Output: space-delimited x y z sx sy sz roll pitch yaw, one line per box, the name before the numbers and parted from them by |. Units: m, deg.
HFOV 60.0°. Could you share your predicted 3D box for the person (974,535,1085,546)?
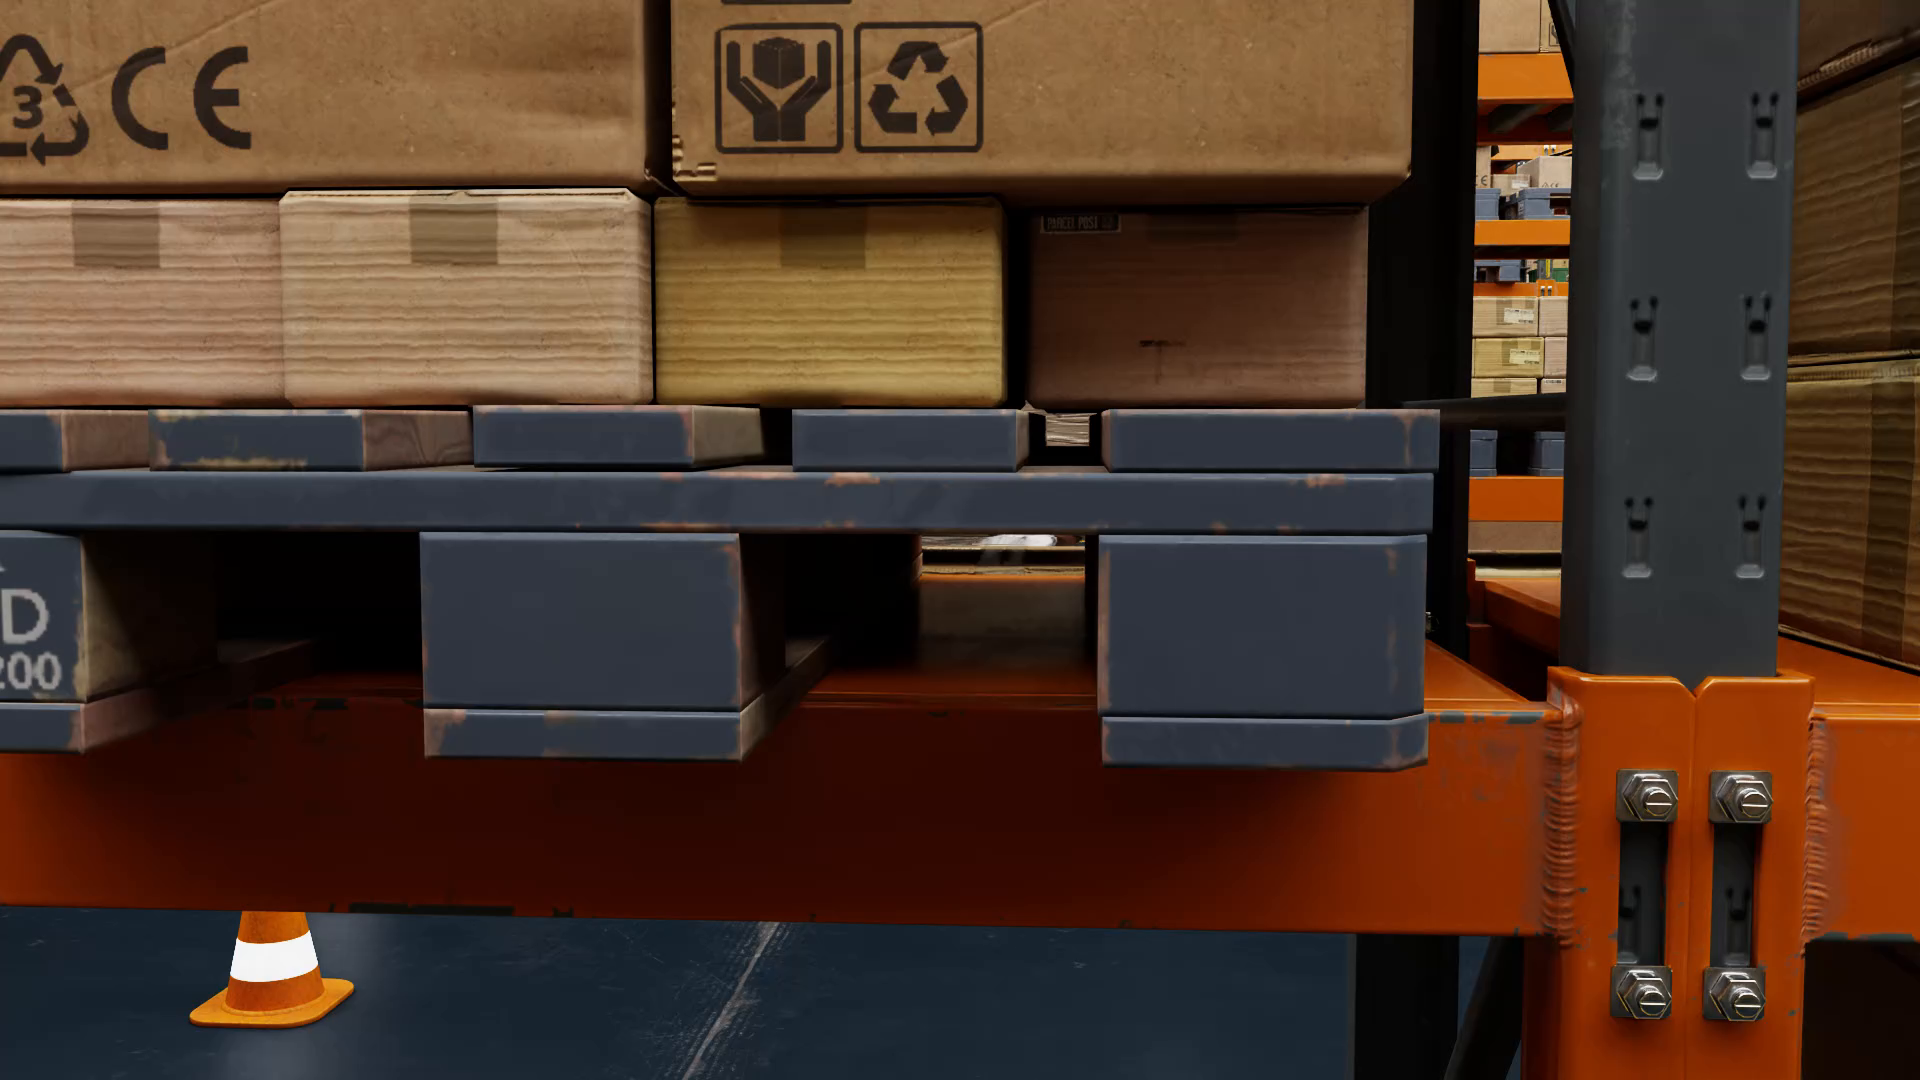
person | 0.382 0.278 10.167 0.932 1.020 0.533 0 4 2
